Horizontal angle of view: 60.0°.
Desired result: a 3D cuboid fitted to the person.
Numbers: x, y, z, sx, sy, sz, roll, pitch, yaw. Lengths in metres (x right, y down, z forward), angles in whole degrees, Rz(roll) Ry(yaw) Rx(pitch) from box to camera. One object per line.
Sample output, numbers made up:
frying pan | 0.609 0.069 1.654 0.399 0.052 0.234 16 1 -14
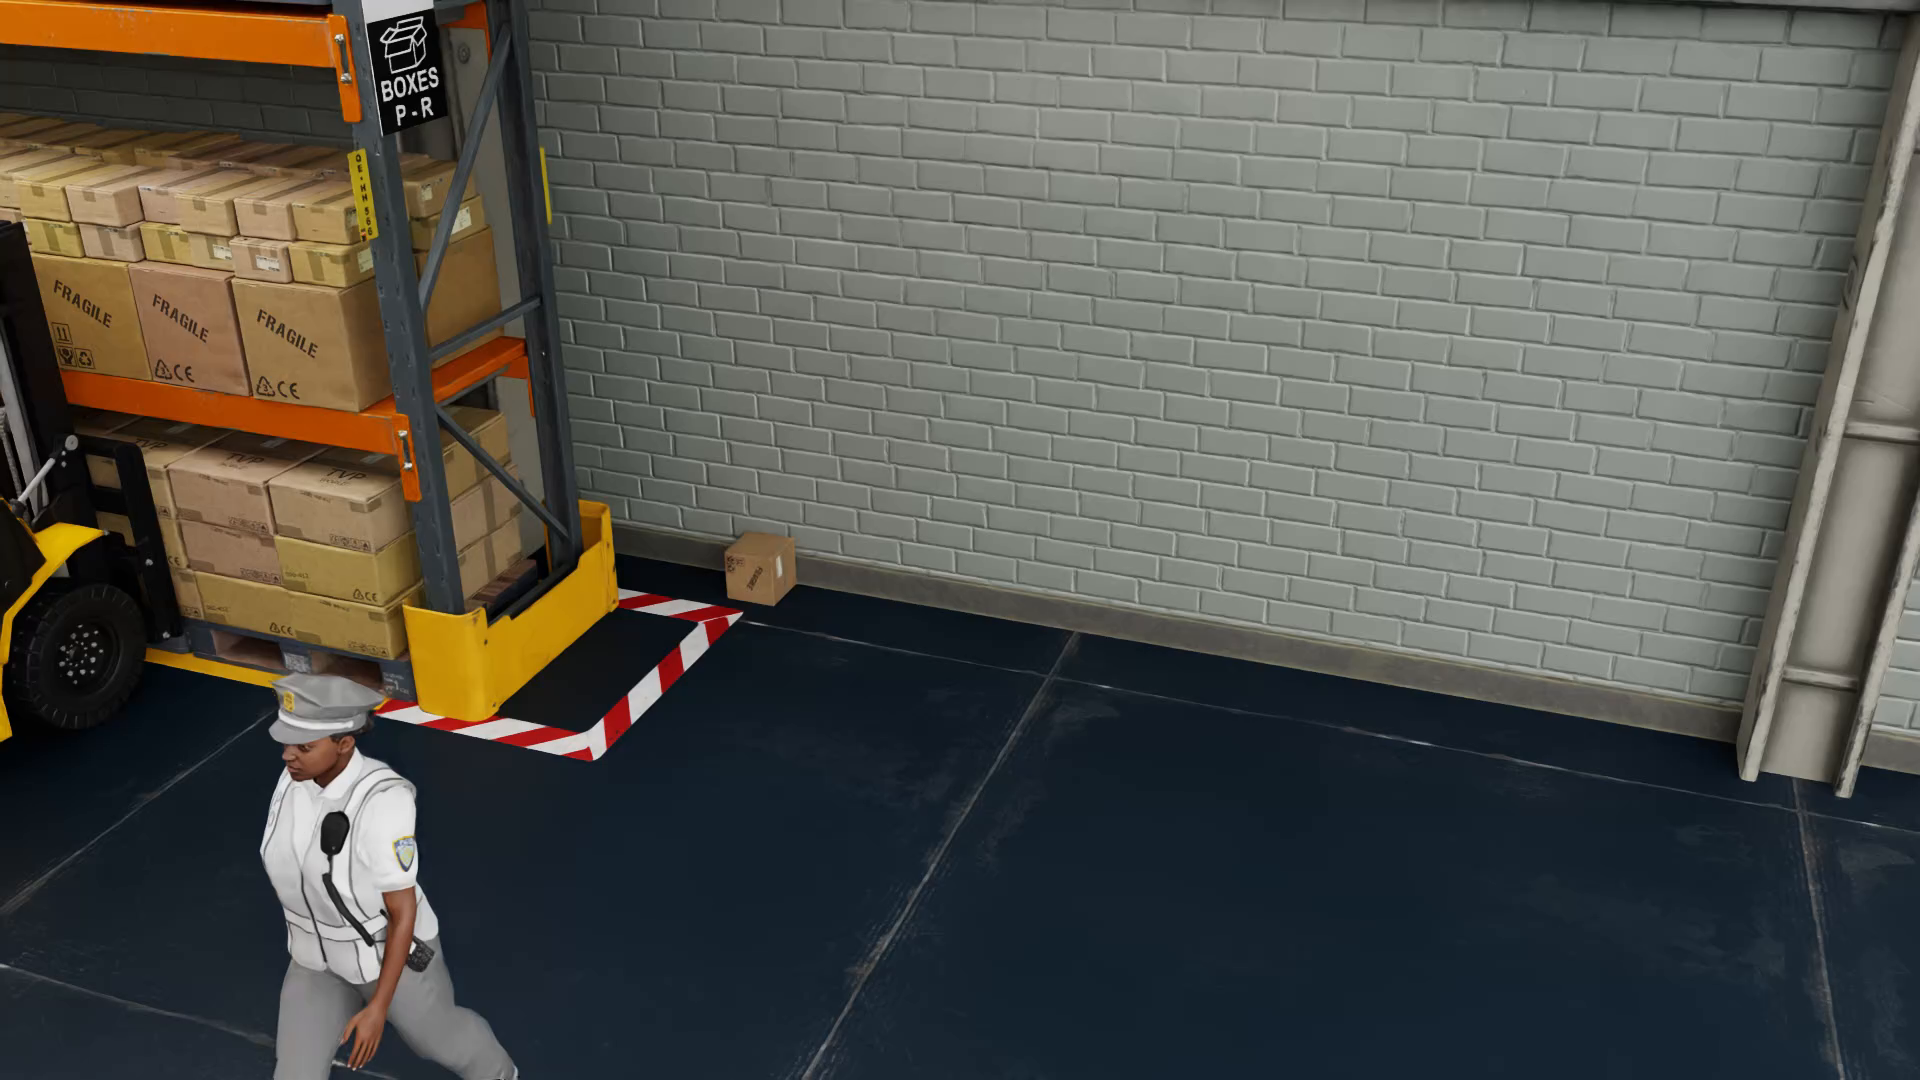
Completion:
person | -1.588 1.096 4.304 0.459 1.631 0.978 10 28 20
